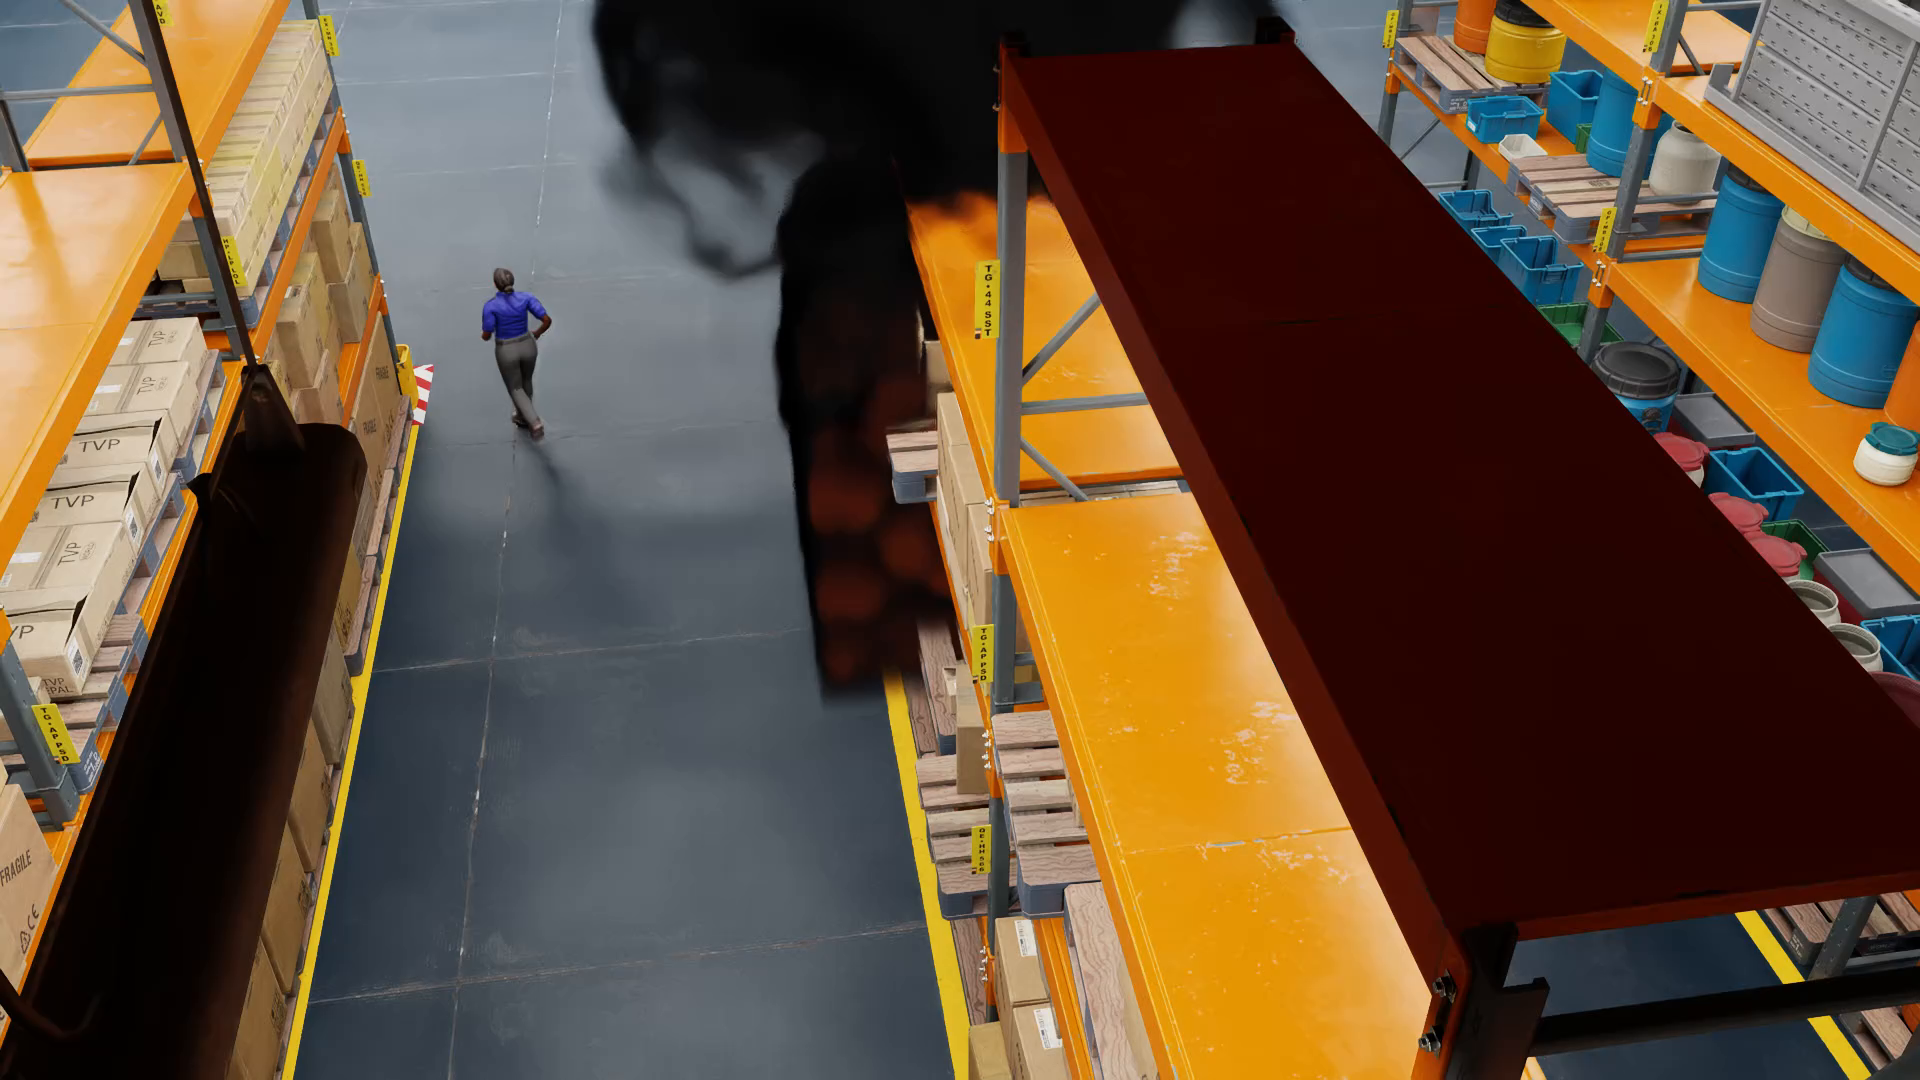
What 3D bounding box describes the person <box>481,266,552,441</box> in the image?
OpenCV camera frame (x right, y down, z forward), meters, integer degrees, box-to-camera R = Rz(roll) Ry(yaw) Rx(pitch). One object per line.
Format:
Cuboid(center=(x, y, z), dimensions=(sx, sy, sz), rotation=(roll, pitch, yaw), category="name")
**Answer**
Cuboid(center=(-3.778, -1.581, 14.238), dimensions=(0.575, 1.657, 0.840), rotation=(-21, 41, -26), category="person")
